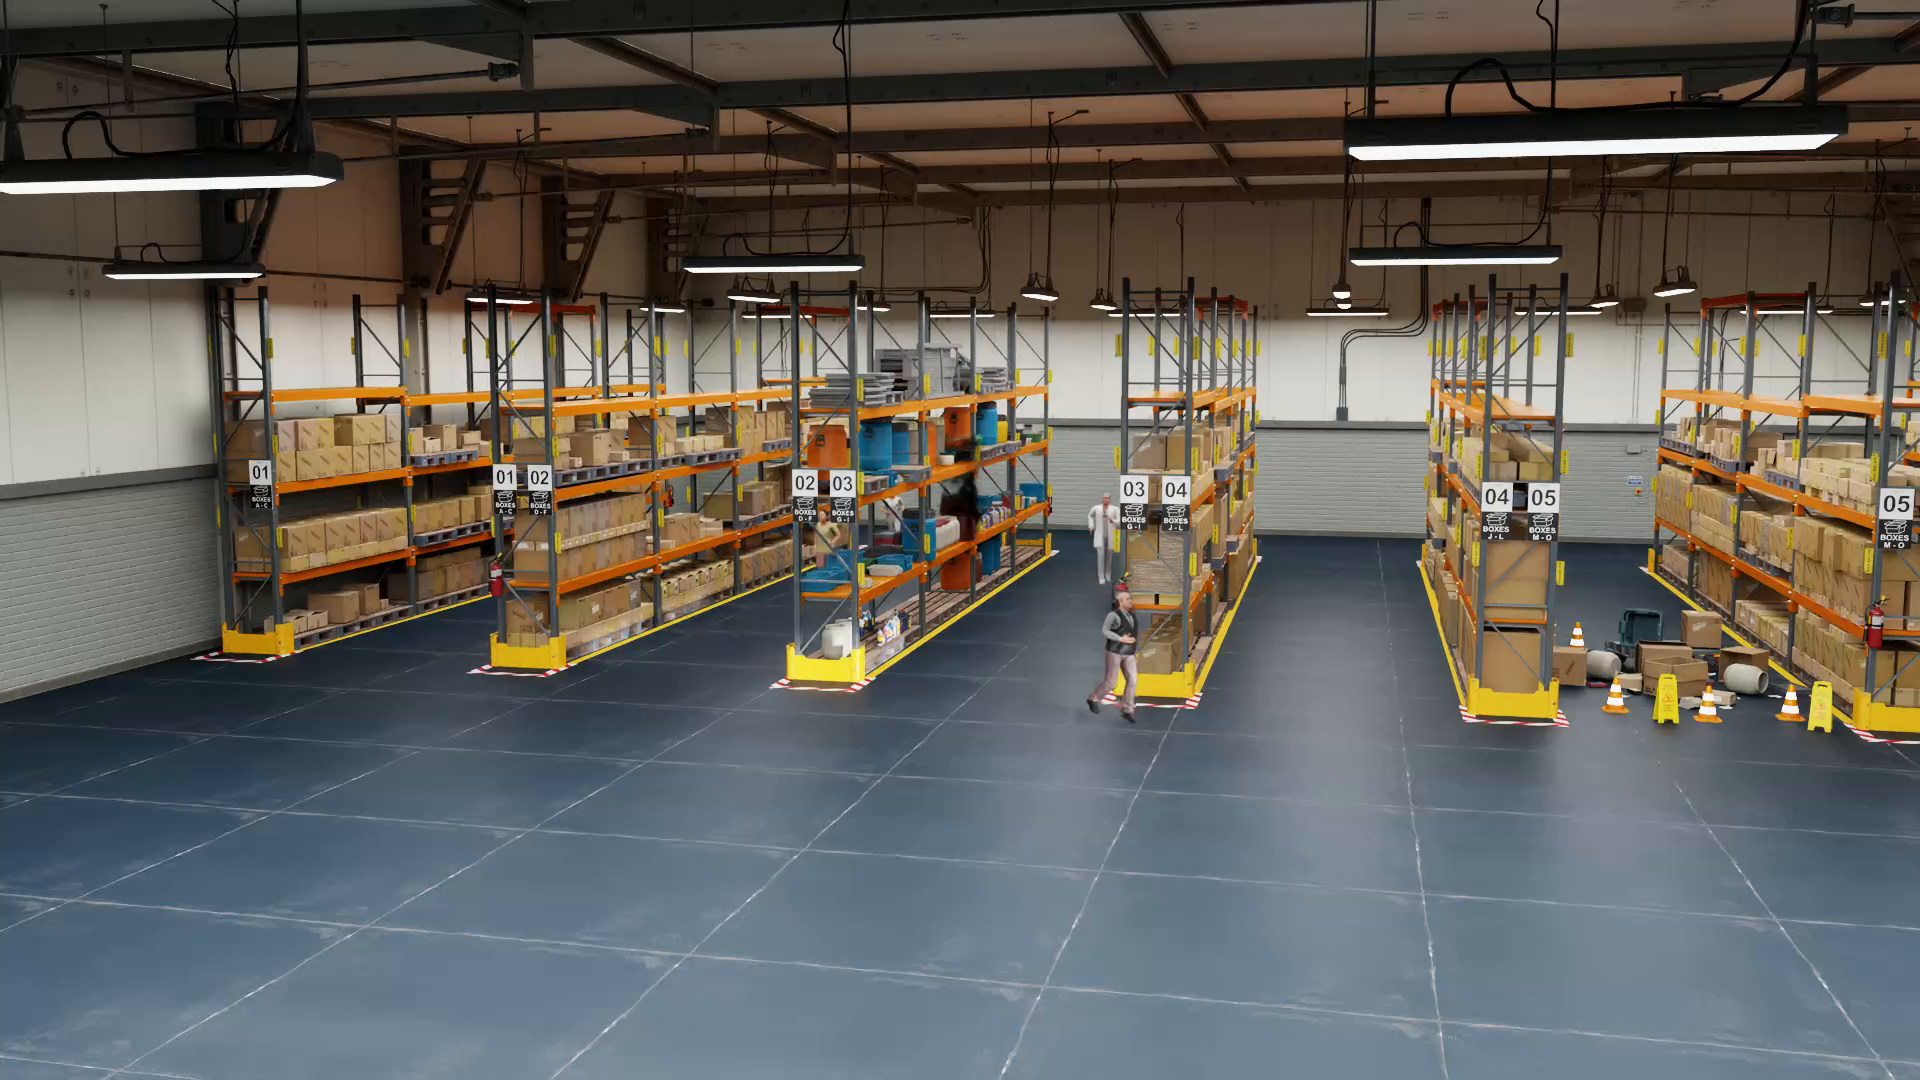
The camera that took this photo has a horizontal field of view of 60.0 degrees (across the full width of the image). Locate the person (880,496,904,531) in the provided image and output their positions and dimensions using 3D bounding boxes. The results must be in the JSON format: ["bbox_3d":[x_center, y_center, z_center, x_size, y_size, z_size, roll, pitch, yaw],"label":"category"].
[{"bbox_3d":[-1.630,-0.435,40.180,0.599,1.729,0.775,-1,7,-6],"label":"person"}]

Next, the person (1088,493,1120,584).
[{"bbox_3d":[2.931,-0.035,33.490,0.695,1.820,0.942,0,7,3],"label":"person"}]

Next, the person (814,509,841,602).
[{"bbox_3d":[-2.528,0.270,31.582,0.591,1.738,0.720,2,7,16],"label":"person"}]

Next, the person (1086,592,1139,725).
[{"bbox_3d":[2.170,1.566,22.522,0.682,1.734,0.888,-5,8,-39],"label":"person"}]
